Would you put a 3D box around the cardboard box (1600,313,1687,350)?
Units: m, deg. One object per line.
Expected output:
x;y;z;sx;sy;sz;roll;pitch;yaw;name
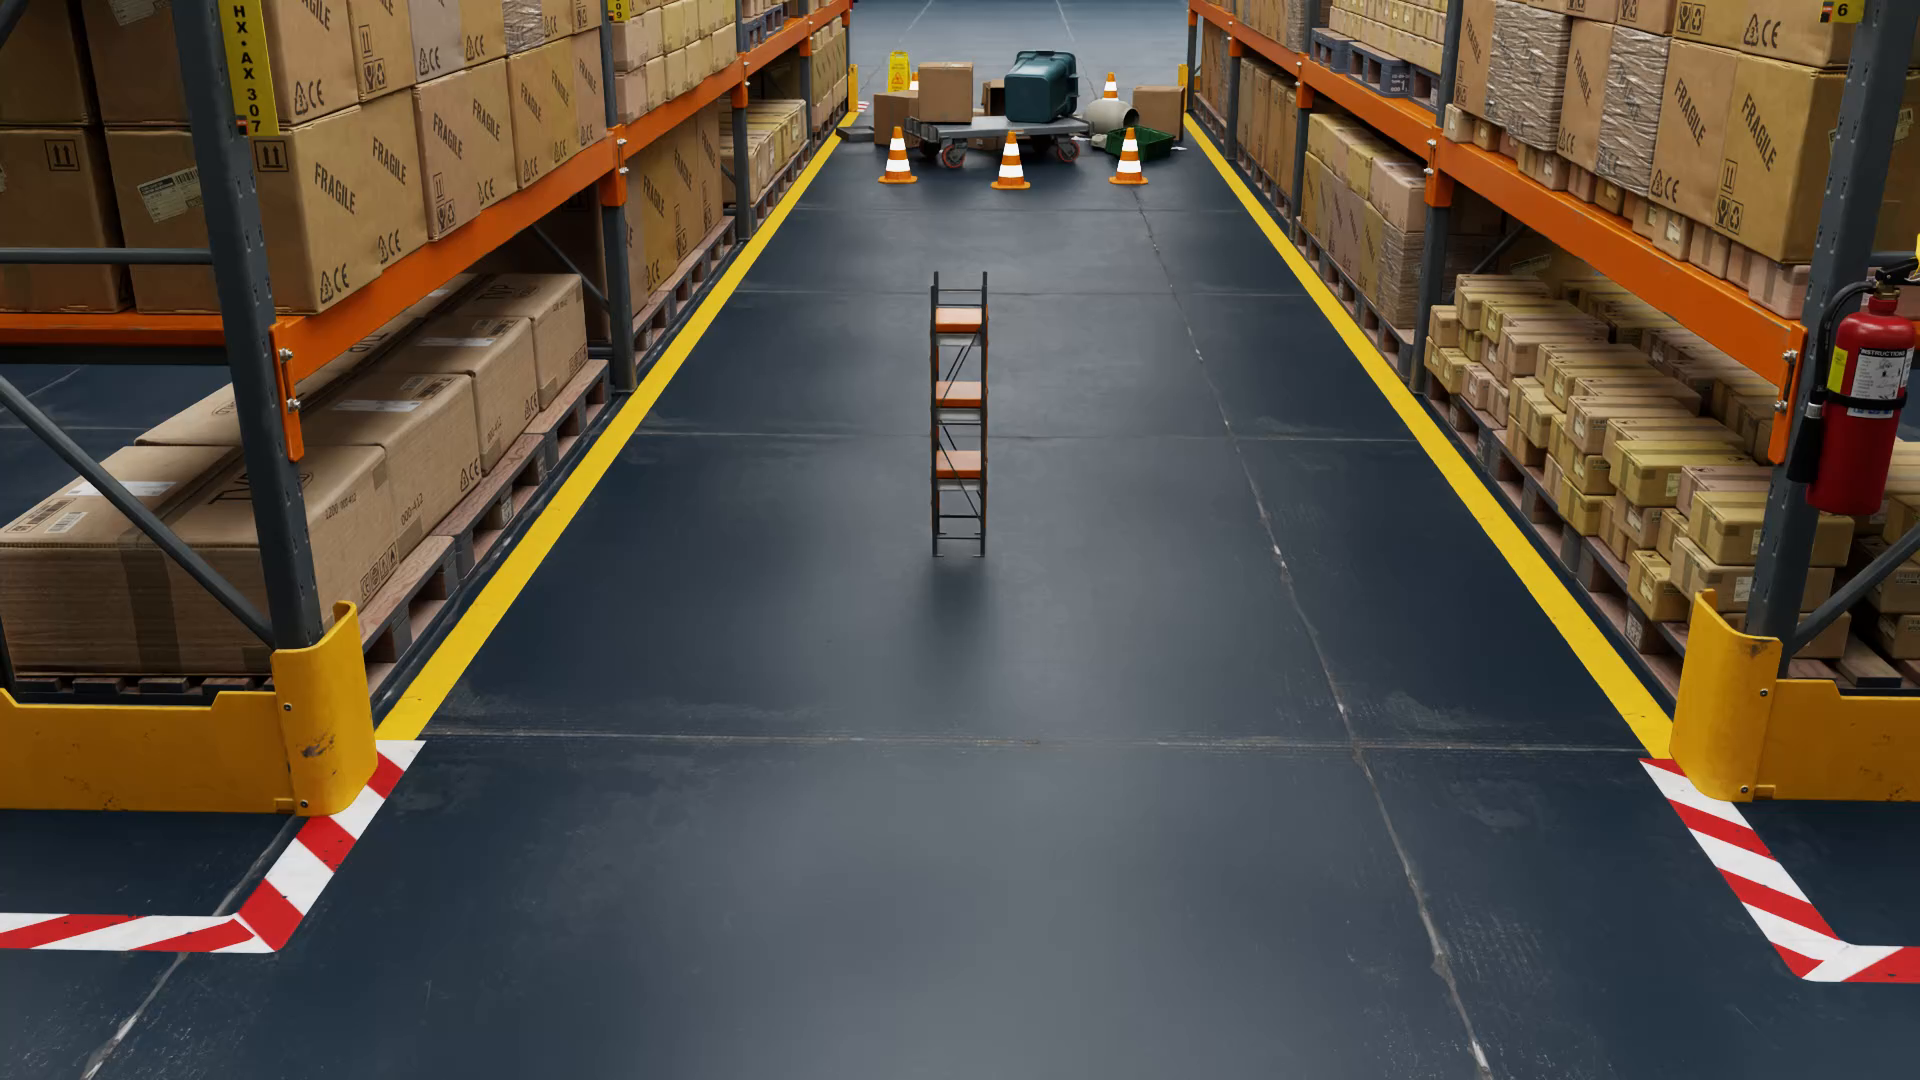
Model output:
2.990;-0.879;7.186;0.380;0.149;0.250;1;21;3;cardboard box

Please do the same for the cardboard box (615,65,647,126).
-1.879;-2.247;8.379;0.500;0.250;0.500;0;21;0;cardboard box

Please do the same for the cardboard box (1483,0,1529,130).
2.520;-1.972;6.916;0.500;0.500;0.500;1;21;2;cardboard box

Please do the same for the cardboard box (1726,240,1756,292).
2.446;-0.789;4.764;0.380;0.149;0.250;1;21;2;cardboard box

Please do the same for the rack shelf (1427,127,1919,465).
2.734;-1.084;6.170;1.077;0.370;4.000;1;21;2;rack shelf

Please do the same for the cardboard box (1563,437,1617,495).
2.421;-0.271;6.029;0.380;0.149;0.250;1;21;2;cardboard box

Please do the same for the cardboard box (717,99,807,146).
-1.926;-3.834;15.315;0.950;0.372;0.625;1;21;2;cardboard box

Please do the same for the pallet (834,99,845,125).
-1.853;-4.878;18.809;1.003;0.211;1.213;1;21;2;pallet

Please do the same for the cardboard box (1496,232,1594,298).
3.082;-1.437;8.961;0.500;0.500;0.500;1;21;4;cardboard box

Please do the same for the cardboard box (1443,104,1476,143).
2.459;-1.926;7.694;0.380;0.149;0.250;1;21;4;cardboard box

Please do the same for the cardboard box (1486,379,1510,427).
2.541;-0.602;7.294;0.380;0.149;0.250;0;21;1;cardboard box

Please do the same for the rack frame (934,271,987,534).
0.002;-0.514;6.403;0.200;1.050;0.008;1;21;2;rack frame

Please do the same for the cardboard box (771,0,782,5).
-1.698;-4.574;13.936;0.380;0.149;0.250;1;21;2;cardboard box

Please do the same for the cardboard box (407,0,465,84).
-1.962;-1.770;5.424;0.500;0.500;0.500;0;21;1;cardboard box

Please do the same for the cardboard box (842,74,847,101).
-1.547;-5.109;18.770;0.500;0.250;0.500;1;21;1;cardboard box

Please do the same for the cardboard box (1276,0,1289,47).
2.678;-3.981;12.505;0.500;0.500;0.500;1;21;2;cardboard box

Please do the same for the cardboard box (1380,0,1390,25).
2.659;-3.070;9.650;0.380;0.149;0.250;1;21;4;cardboard box

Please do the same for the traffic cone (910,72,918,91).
-0.515;-5.147;19.154;0.336;0.463;0.334;1;21;2;traffic cone

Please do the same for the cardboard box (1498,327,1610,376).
2.477;-0.787;6.950;0.380;0.149;0.250;1;21;3;cardboard box

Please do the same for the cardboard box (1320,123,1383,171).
2.638;-2.539;10.763;0.500;0.250;0.500;0;21;1;cardboard box

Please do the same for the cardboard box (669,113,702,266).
-2.170;-2.240;10.513;0.875;0.875;0.875;1;21;2;cardboard box

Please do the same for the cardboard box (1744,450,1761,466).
2.959;-0.264;6.013;0.380;0.149;0.250;0;21;-1;cardboard box

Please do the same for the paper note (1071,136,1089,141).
1.250;-4.158;17.214;0.172;0.023;0.155;8;23;20;paper note

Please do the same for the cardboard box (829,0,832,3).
-1.558;-5.781;17.629;0.380;0.149;0.250;0;21;1;cardboard box

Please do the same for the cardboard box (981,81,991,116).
0.686;-4.672;17.875;0.797;0.503;0.637;-16;26;-35;cardboard box

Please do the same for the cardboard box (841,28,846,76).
-1.555;-5.470;18.664;0.500;0.500;0.500;1;21;2;cardboard box

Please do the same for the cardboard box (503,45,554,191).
-1.925;-1.668;6.544;0.500;0.500;0.500;0;21;1;cardboard box

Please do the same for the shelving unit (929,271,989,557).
-0.002;-0.470;6.289;0.215;1.050;0.252;1;21;2;shelving unit

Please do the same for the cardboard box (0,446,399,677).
-2.358;0.045;5.228;0.875;0.438;0.875;0;21;0;cardboard box

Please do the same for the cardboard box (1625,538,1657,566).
2.481;0.056;5.599;0.380;0.149;0.250;1;21;1;cardboard box

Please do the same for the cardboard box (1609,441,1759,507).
2.382;-0.220;5.486;0.380;0.149;0.250;0;21;0;cardboard box

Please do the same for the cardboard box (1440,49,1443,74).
2.609;-2.367;8.249;0.380;0.149;0.250;0;21;0;cardboard box

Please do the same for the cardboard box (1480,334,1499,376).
2.574;-0.839;7.494;0.380;0.149;0.250;1;21;1;cardboard box

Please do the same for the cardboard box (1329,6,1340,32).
2.701;-3.508;11.189;0.380;0.149;0.250;0;21;1;cardboard box

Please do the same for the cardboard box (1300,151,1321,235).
2.640;-2.366;11.355;0.500;0.500;0.500;0;21;-1;cardboard box

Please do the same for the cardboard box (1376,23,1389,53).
2.653;-2.934;9.711;0.380;0.149;0.250;0;21;0;cardboard box

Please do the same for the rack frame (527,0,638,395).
-2.156;-2.160;7.950;1.000;3.000;0.127;1;21;2;rack frame

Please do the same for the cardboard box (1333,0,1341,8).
2.701;-3.633;11.102;0.380;0.149;0.250;2;21;4;cardboard box

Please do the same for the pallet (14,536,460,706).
-2.332;0.296;5.474;1.003;0.211;1.213;1;21;2;pallet

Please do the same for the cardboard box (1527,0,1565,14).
2.491;-2.264;6.285;0.500;0.500;0.500;1;21;3;cardboard box

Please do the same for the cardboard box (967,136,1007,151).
0.257;-4.049;16.597;0.258;0.266;0.396;-16;26;-35;cardboard box

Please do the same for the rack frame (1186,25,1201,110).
3.160;-6.481;19.086;1.000;3.000;0.127;1;21;2;rack frame

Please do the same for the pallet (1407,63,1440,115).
2.963;-2.328;8.646;1.003;0.211;1.213;1;21;2;pallet

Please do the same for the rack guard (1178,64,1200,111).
3.160;-5.324;19.560;1.175;0.500;0.348;1;21;2;rack guard

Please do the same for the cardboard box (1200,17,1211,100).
3.205;-5.440;18.760;0.875;0.875;0.875;1;21;2;cardboard box

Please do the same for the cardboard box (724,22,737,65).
-1.790;-3.351;11.226;0.500;0.250;0.500;0;21;0;cardboard box

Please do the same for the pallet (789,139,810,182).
-1.935;-3.471;15.183;1.003;0.211;1.213;1;21;2;pallet

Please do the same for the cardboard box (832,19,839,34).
-1.510;-5.548;17.968;0.380;0.149;0.250;1;21;3;cardboard box

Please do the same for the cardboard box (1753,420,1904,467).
2.977;-0.307;5.712;0.380;0.149;0.250;0;21;-1;cardboard box

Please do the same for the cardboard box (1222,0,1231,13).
3.031;-5.437;16.188;0.875;0.550;0.550;1;21;2;cardboard box

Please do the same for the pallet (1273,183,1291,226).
3.016;-2.573;12.868;1.003;0.211;1.213;1;21;2;pallet

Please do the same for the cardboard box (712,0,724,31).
-1.807;-3.406;10.677;0.500;0.250;0.500;0;21;0;cardboard box

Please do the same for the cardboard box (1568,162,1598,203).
2.506;-1.352;6.215;0.380;0.149;0.250;1;21;4;cardboard box
